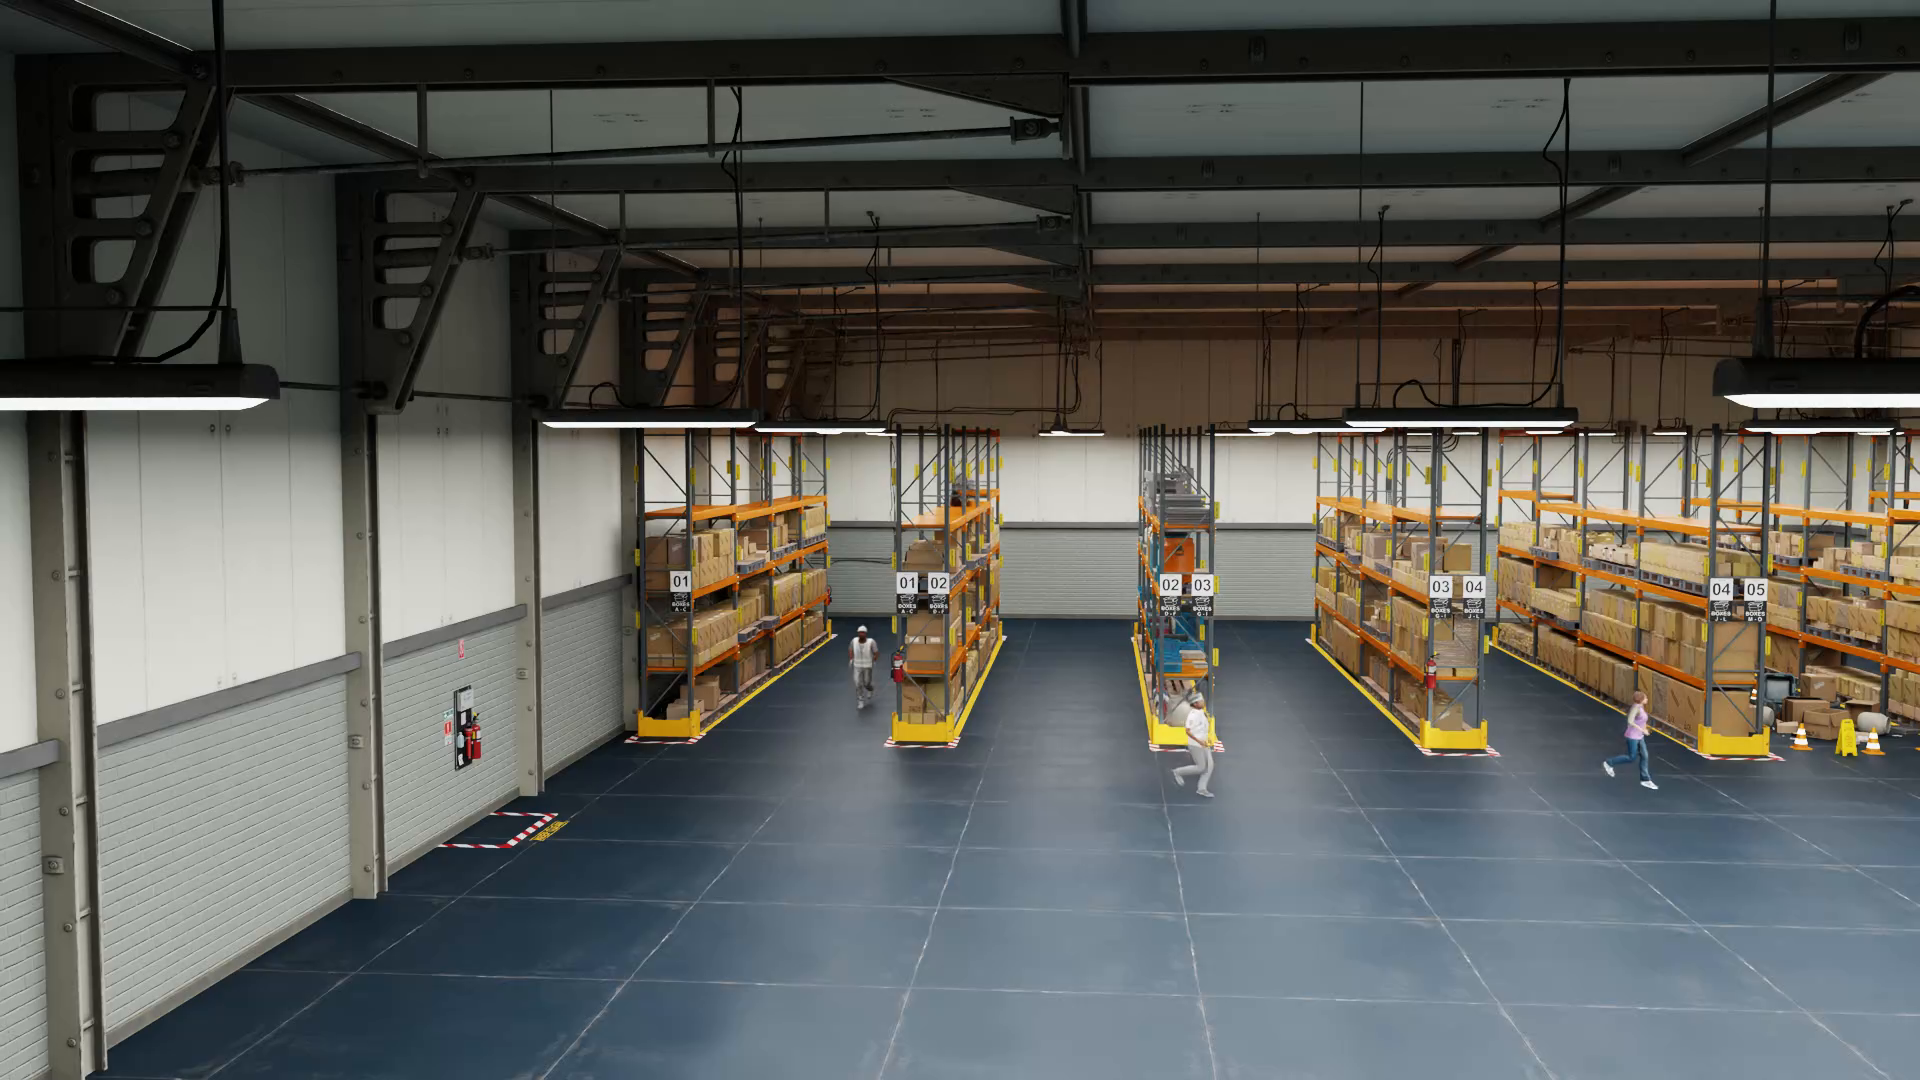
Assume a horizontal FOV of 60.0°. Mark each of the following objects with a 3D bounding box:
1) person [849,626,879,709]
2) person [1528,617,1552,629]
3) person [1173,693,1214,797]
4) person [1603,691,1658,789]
[{"bbox_3d":[-2.062,2.694,35.536,0.663,1.746,0.813,0,3,7],"label":"person"},{"bbox_3d":[16.316,1.973,47.143,0.724,1.745,0.956,-3,4,-36],"label":"person"},{"bbox_3d":[3.781,3.277,26.749,0.668,1.674,0.584,2,4,28],"label":"person"},{"bbox_3d":[11.083,3.268,27.418,0.878,1.589,0.565,2,4,35],"label":"person"}]
